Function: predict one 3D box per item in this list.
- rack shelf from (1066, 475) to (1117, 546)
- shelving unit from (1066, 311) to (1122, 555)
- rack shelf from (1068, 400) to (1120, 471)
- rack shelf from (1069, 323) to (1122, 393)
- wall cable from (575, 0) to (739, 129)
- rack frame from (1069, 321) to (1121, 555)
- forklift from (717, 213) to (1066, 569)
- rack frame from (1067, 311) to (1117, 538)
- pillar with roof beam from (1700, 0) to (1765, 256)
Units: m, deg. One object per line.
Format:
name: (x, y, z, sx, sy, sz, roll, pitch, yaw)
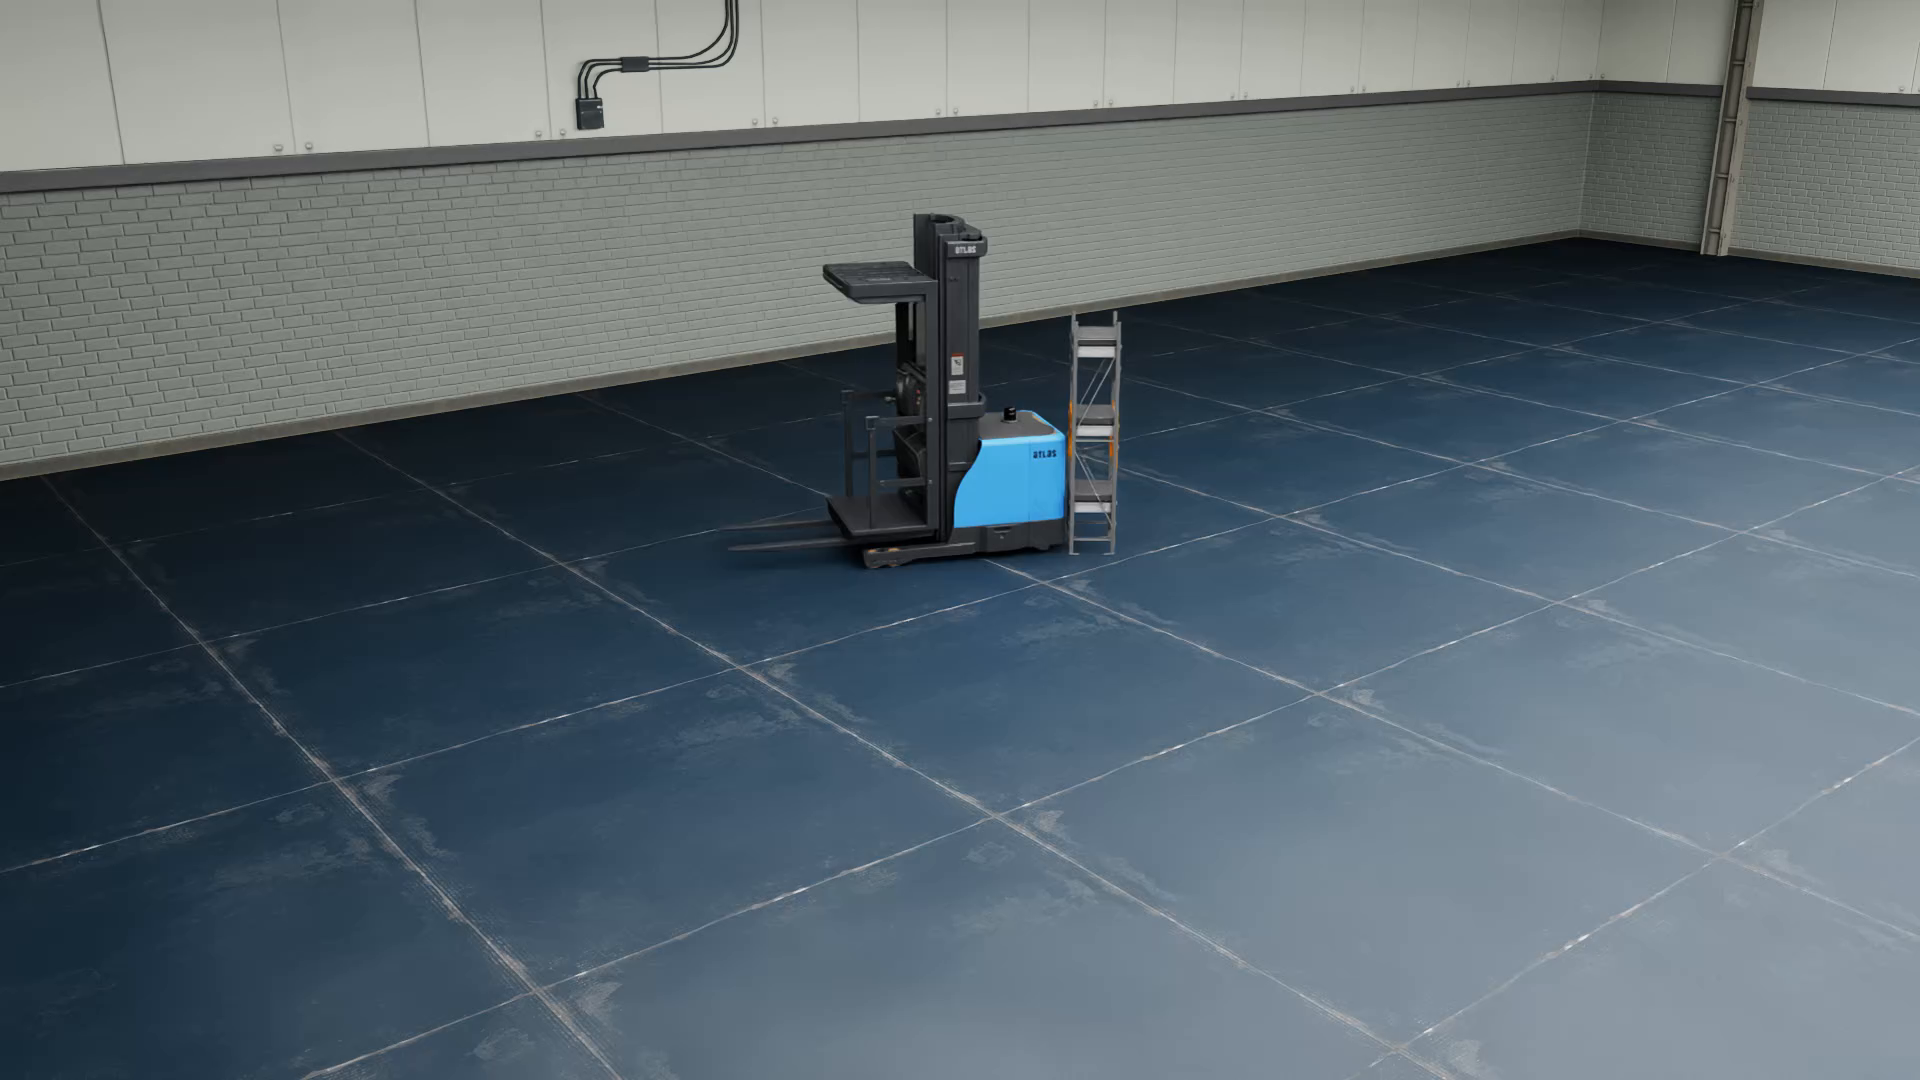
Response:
rack shelf: (1.182, -0.266, 14.981, 0.431, 0.518, 0.480, 0, 18, 1)
shelving unit: (1.182, -0.943, 14.758, 0.431, 2.100, 0.503, 0, 18, 1)
rack shelf: (1.182, -0.930, 14.762, 0.431, 0.518, 0.480, 0, 18, 1)
rack shelf: (1.181, -1.595, 14.542, 0.431, 0.518, 0.480, 0, 18, 1)
wall cable: (-3.666, -8.015, 19.730, 2.305, 6.003, 0.169, -14, 23, -36)
rack frame: (1.176, -0.867, 14.526, 0.400, 2.100, 0.015, 0, 18, 1)
forklift: (-0.627, -1.320, 14.574, 3.031, 2.935, 1.130, -5, 19, -15)
rack frame: (1.187, -1.020, 14.989, 0.400, 2.100, 0.015, 0, 18, 1)
pillar with roof beam: (10.992, -8.875, 27.738, 9.100, 9.000, 0.400, -14, 23, -36)
